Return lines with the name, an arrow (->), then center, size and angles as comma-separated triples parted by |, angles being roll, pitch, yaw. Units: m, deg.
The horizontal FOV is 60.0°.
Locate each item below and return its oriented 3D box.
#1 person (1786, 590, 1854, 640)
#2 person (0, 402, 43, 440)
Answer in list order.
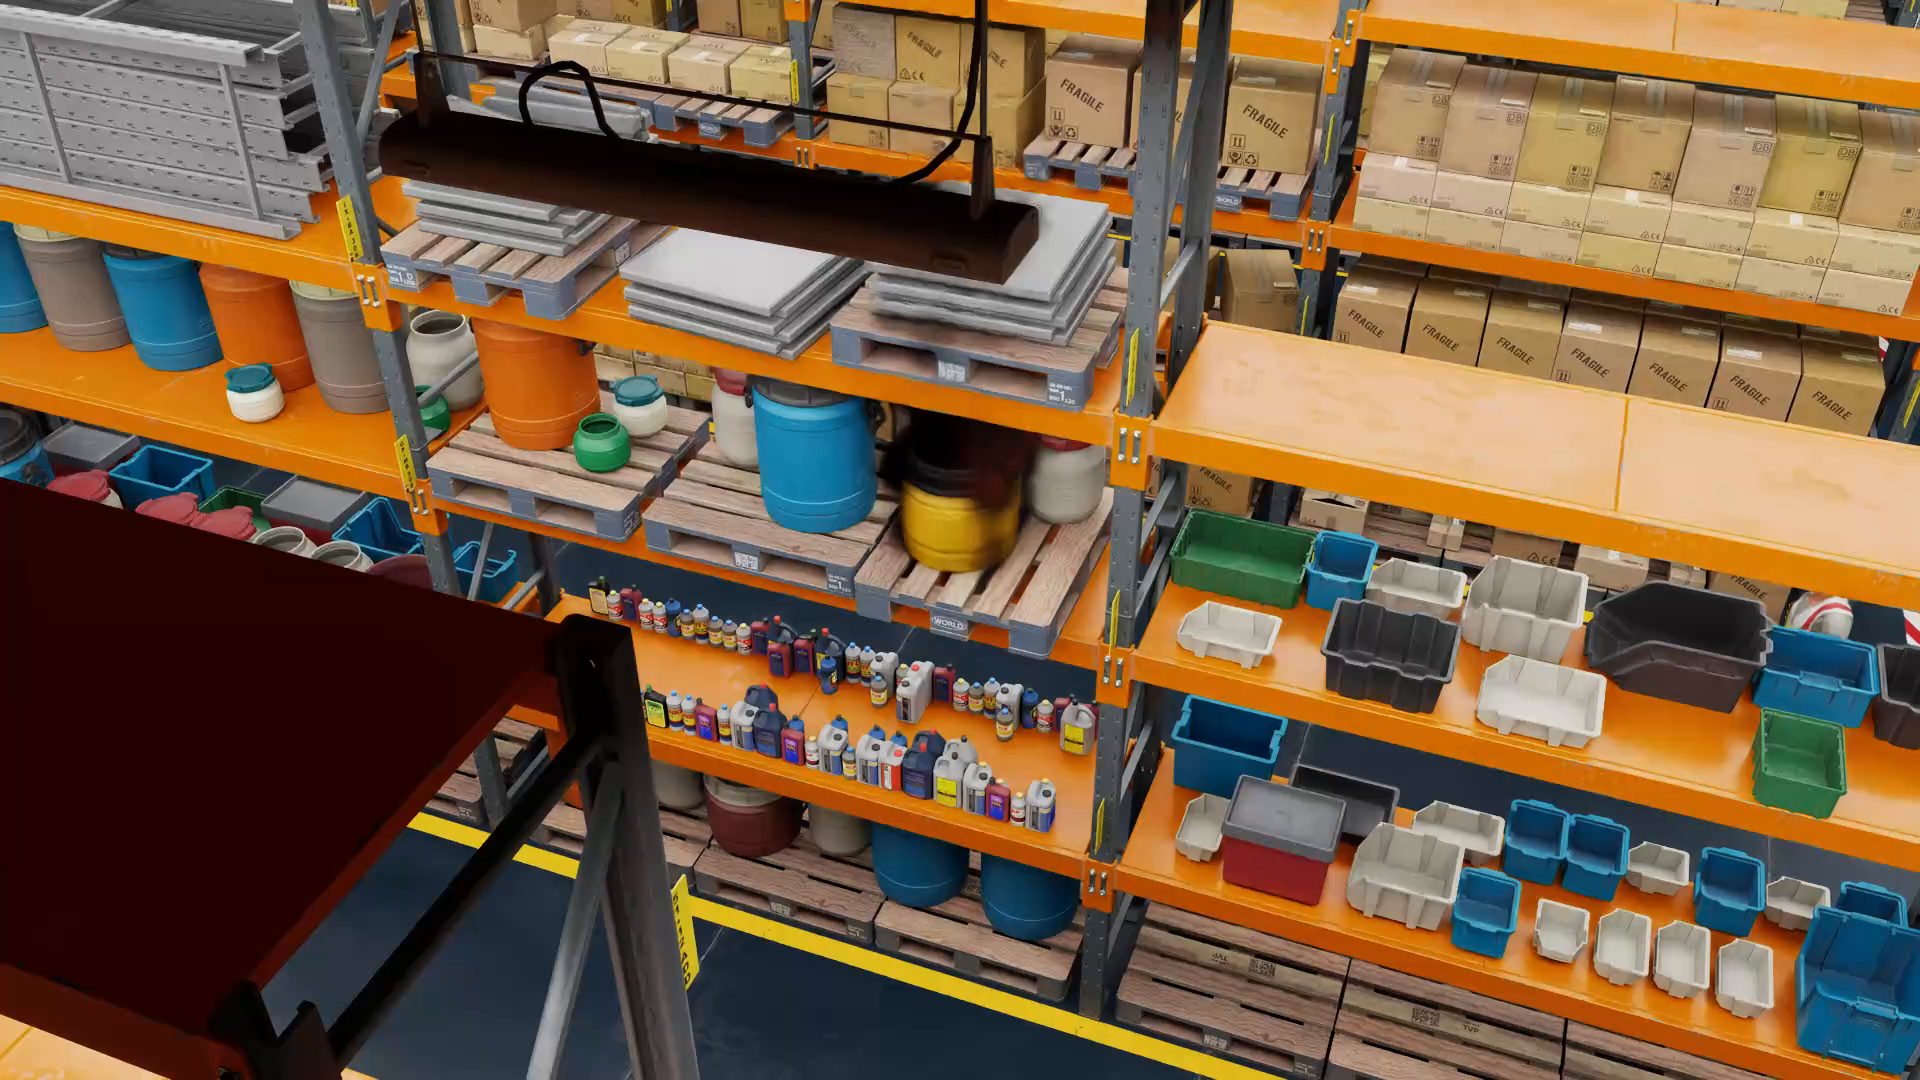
person -> 5.476, 0.822, 10.802 | 0.839, 1.810, 0.678 | 1, 37, 2
person -> -8.046, -1.443, 13.971 | 0.736, 1.655, 0.641 | 6, 37, 8
